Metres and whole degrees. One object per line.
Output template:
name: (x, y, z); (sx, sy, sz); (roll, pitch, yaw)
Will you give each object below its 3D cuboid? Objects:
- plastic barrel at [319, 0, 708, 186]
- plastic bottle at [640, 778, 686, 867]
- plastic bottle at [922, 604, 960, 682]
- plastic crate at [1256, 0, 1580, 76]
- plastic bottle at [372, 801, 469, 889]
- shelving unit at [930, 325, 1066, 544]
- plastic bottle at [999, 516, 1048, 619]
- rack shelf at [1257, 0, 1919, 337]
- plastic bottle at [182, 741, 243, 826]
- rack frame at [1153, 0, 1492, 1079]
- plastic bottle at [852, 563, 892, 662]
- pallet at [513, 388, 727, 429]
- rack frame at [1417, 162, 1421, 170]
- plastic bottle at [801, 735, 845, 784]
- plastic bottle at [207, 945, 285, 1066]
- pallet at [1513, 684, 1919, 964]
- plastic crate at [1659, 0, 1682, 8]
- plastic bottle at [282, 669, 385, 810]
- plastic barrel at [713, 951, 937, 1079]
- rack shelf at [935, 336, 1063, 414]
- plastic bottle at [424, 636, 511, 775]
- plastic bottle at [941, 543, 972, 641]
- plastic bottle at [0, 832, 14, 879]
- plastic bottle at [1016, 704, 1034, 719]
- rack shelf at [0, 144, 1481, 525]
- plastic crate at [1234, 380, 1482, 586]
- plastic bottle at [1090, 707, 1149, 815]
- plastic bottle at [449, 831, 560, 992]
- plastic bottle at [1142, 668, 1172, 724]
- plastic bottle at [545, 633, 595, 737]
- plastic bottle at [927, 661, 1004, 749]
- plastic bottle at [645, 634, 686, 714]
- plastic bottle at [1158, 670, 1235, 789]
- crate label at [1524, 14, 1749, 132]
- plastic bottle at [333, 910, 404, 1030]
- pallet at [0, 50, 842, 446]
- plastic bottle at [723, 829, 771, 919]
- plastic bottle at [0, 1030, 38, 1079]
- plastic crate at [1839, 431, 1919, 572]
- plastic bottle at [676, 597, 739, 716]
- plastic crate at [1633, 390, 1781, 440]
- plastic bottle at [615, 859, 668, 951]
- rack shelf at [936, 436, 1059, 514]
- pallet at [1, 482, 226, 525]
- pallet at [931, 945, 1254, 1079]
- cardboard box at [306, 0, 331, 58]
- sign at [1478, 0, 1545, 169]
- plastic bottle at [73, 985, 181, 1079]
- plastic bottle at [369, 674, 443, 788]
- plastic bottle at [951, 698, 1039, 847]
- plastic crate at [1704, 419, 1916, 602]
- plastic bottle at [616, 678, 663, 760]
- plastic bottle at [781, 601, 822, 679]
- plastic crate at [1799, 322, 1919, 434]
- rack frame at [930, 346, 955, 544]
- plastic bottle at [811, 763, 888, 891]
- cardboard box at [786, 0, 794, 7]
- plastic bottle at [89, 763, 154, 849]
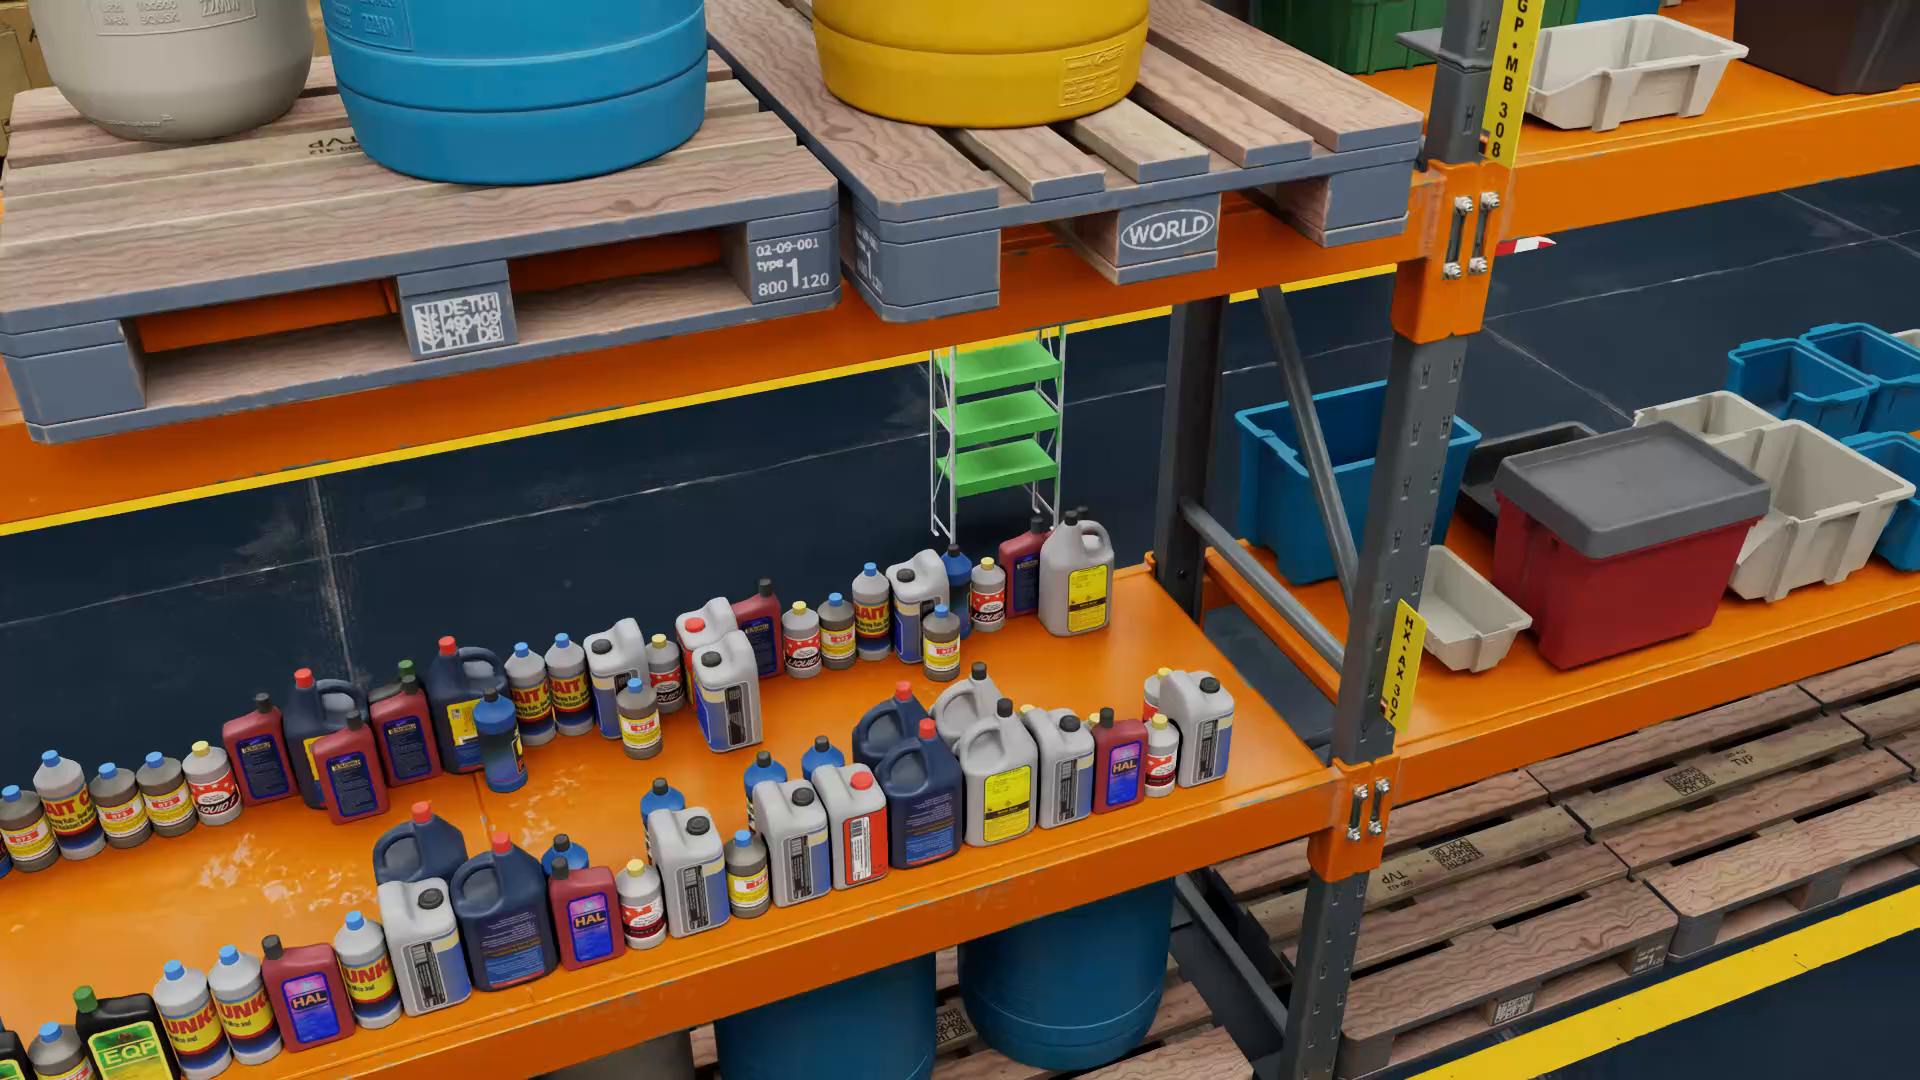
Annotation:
plastic barrel: (-0.716, -1.074, 2.556); (0.708, 0.901, 0.600); (-13, 35, -19)
plastic bottle: (-0.645, 0.634, 3.643); (0.097, 0.271, 0.097); (0, 33, 0)
plastic bottle: (-0.047, 0.257, 4.286); (0.097, 0.201, 0.097); (0, 33, 0)
plastic crate: (1.072, -1.278, 3.908); (0.662, 0.188, 0.450); (-13, 35, -19)
plastic bottle: (-1.121, 0.696, 3.476); (0.185, 0.351, 0.144); (-13, 35, -19)
shelving unit: (0.153, -0.538, 6.976); (0.503, 1.200, 0.258); (-13, 35, -19)
plastic bottle: (0.172, 0.072, 4.496); (0.133, 0.283, 0.061); (-13, 35, -19)
rack shelf: (2.643, -1.246, 4.324); (4.000, 0.370, 1.077); (-13, 35, -19)
plastic bottle: (-1.727, 0.552, 3.833); (0.097, 0.201, 0.097); (0, 33, 0)
rack frame: (0.799, 0.132, 4.297); (0.127, 3.000, 1.000); (-13, 35, -19)
plastic bottle: (-0.230, 0.180, 4.341); (0.097, 0.271, 0.097); (0, 33, 0)
pallet: (-1.851, -1.000, 8.594); (1.213, 0.211, 1.003); (-13, 35, -19)
rack frame: (2.573, -3.204, 9.424); (0.127, 3.000, 1.000); (-13, 35, -19)
plastic bottle: (-0.307, 0.556, 3.762); (0.097, 0.271, 0.097); (0, 33, 0)
plastic bottle: (-1.396, 0.896, 3.241); (0.097, 0.271, 0.097); (0, 33, 0)
pallet: (2.588, 0.866, 5.725); (1.213, 0.211, 1.003); (-13, 35, -19)
plastic crate: (1.824, -1.475, 4.258); (0.466, 0.136, 0.293); (-13, 35, -19)
plastic bottle: (-1.465, 0.443, 3.864); (0.185, 0.351, 0.144); (-13, 35, -19)
plastic barrel: (-0.362, 1.091, 4.361); (0.708, 0.901, 0.600); (-13, 35, -19)
rack shelf: (0.153, -0.685, 6.880); (0.480, 0.148, 0.258); (-13, 35, -19)
plastic bottle: (-1.171, 0.376, 3.967); (0.185, 0.351, 0.144); (-13, 35, -19)
plastic bottle: (-0.017, 0.131, 4.416); (0.097, 0.271, 0.097); (0, 33, 0)
plastic bottle: (-2.176, 0.625, 3.656); (0.097, 0.271, 0.097); (0, 33, 0)
plastic bottle: (0.158, 0.479, 3.945); (0.097, 0.201, 0.097); (0, 33, 0)
rack shelf: (-1.045, -0.402, 3.026); (4.000, 0.370, 1.077); (-13, 35, -19)
plastic crate: (1.097, -0.157, 4.700); (0.575, 0.384, 0.392); (-13, 35, -19)
plastic bottle: (0.365, 0.498, 3.841); (0.133, 0.283, 0.061); (-13, 35, -19)
plastic bottle: (-0.938, 0.744, 3.402); (0.185, 0.351, 0.144); (-13, 35, -19)
plastic bottle: (0.495, 0.402, 4.064); (0.097, 0.201, 0.097); (0, 33, 0)
plastic bottle: (-0.961, 0.347, 4.084); (0.097, 0.271, 0.097); (0, 33, 0)
plastic bottle: (0.022, 0.439, 3.871); (0.185, 0.351, 0.144); (-13, 35, -19)
plastic bottle: (-0.747, 0.328, 4.178); (0.097, 0.201, 0.097); (0, 33, 0)
plastic bottle: (0.560, 0.430, 3.953); (0.135, 0.276, 0.152); (-13, 35, -19)
crate label: (1.362, -0.973, 3.486); (0.466, 0.136, 0.293); (-13, 35, -19)
plastic bottle: (-1.183, 0.847, 3.316); (0.097, 0.271, 0.097); (0, 33, 0)
pallet: (-0.931, -0.591, 2.830); (1.213, 0.211, 1.003); (-13, 35, -19)
plastic bottle: (-0.462, 0.711, 3.589); (0.097, 0.201, 0.097); (0, 33, 0)
plastic bottle: (-1.797, 0.994, 3.080); (0.133, 0.283, 0.061); (-13, 35, -19)
plastic crate: (2.693, -0.105, 4.760); (0.300, 0.233, 0.416); (-13, 35, -19)
plastic bottle: (-0.629, 0.286, 4.174); (0.135, 0.276, 0.152); (-13, 35, -19)
plastic crate: (2.288, -0.301, 5.150); (0.466, 0.136, 0.293); (-13, 35, -19)
plastic bottle: (-0.676, 0.760, 3.513); (0.097, 0.201, 0.097); (0, 33, 0)
rack shelf: (0.153, -0.283, 7.142); (0.480, 0.148, 0.258); (-13, 35, -19)
pallet: (-4.100, -0.485, 7.802); (1.213, 0.211, 1.003); (-13, 35, -19)
pallet: (0.071, 1.443, 4.839); (1.213, 0.211, 1.003); (-13, 35, -19)
cardboard box: (-2.720, -2.174, 7.363); (0.500, 0.500, 0.700); (-23, 39, -31)
sign: (1.010, -0.852, 3.051); (0.005, 0.325, 0.100); (-13, 35, -19)
plastic bottle: (-1.585, 0.945, 3.155); (0.133, 0.283, 0.061); (-13, 35, -19)
plastic bottle: (-1.311, 0.448, 3.919); (0.133, 0.283, 0.061); (-13, 35, -19)
plastic bottle: (0.078, 0.511, 3.759); (0.185, 0.351, 0.144); (-13, 35, -19)
plastic crate: (2.278, -0.073, 4.666); (0.530, 0.282, 0.437); (-13, 35, -19)
plastic bottle: (-0.778, 0.425, 4.029); (0.097, 0.201, 0.097); (0, 33, 0)
plastic bottle: (-0.410, 0.250, 4.297); (0.097, 0.201, 0.097); (0, 33, 0)
plastic crate: (2.918, -0.503, 5.371); (0.300, 0.233, 0.416); (-13, 35, -19)
rack frame: (-0.072, -0.486, 6.897); (0.015, 1.200, 0.240); (-13, 35, -19)
plastic bottle: (-0.241, 0.613, 3.671); (0.135, 0.276, 0.152); (-13, 35, -19)
cardboard box: (-0.572, -2.779, 7.762); (0.500, 0.500, 0.500); (-12, 35, -18)
plastic bottle: (-1.907, 0.593, 3.770); (0.097, 0.201, 0.097); (0, 33, 0)
